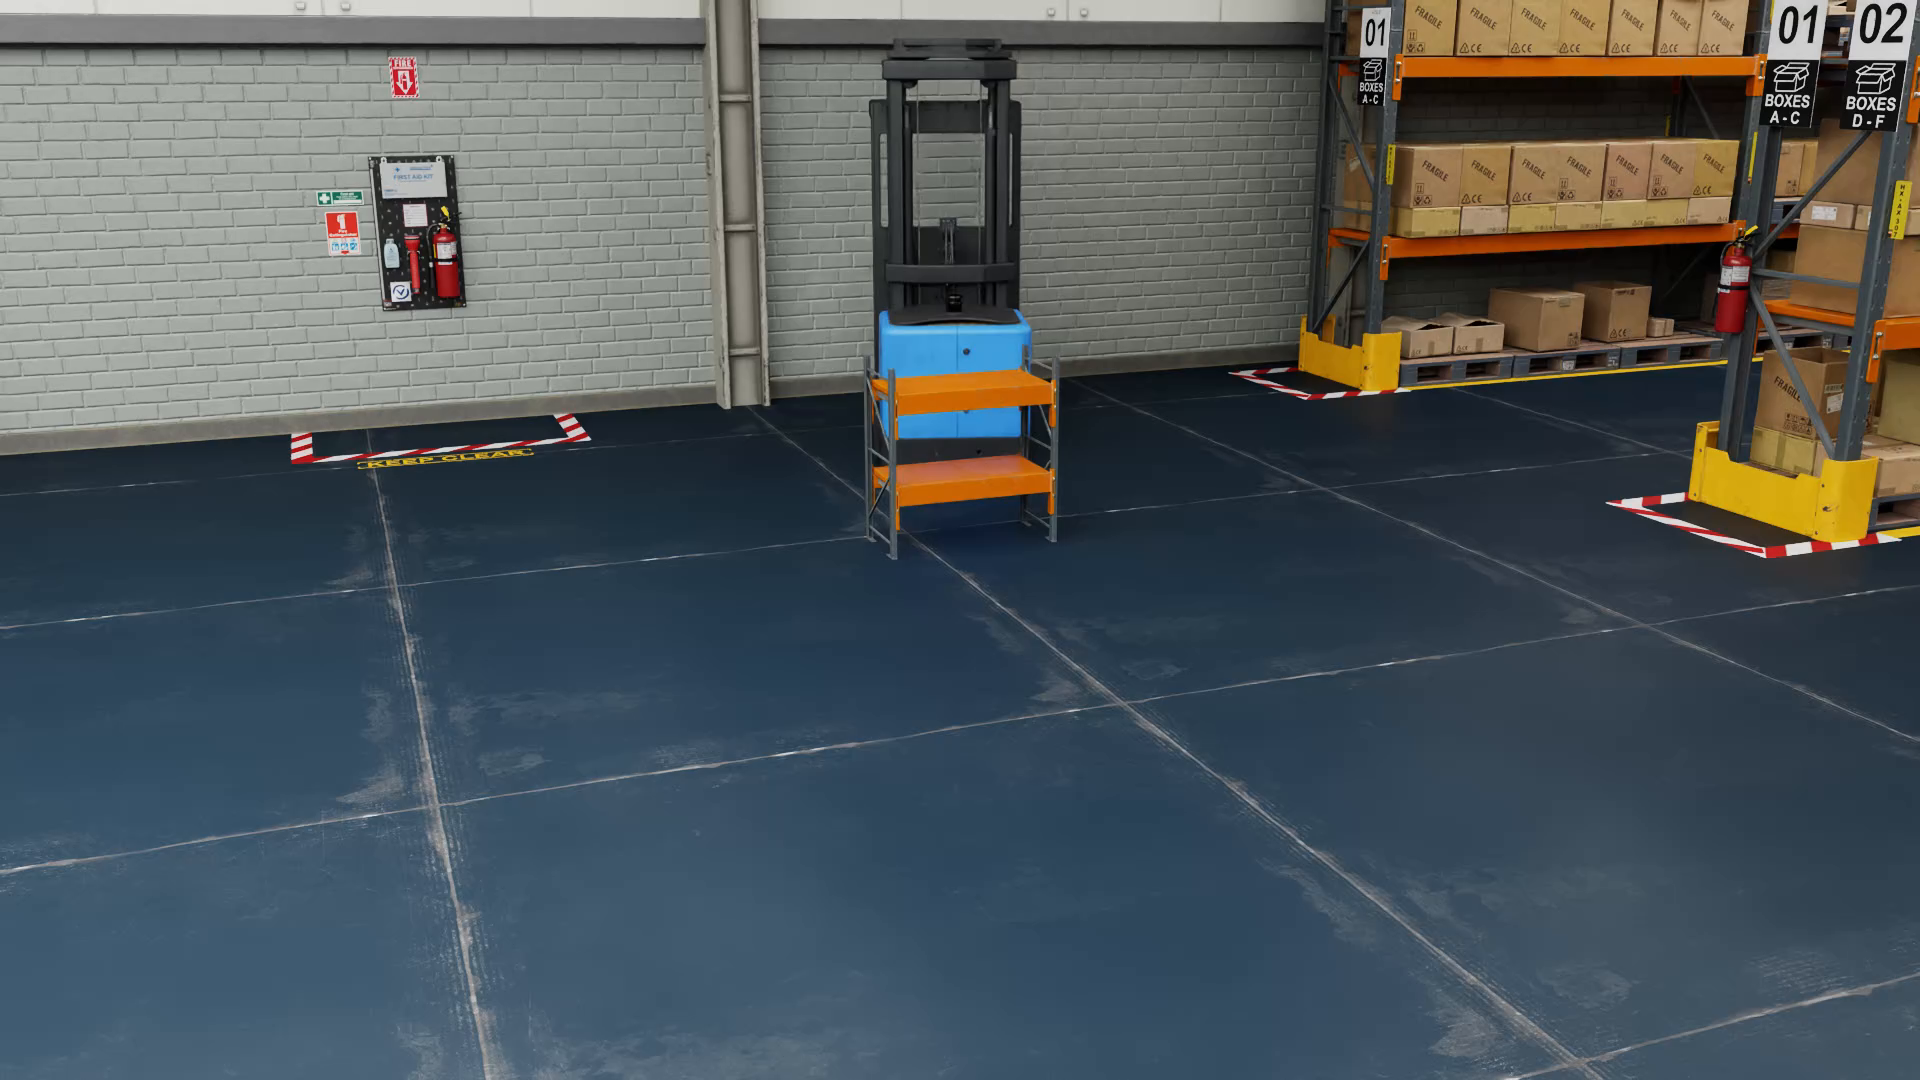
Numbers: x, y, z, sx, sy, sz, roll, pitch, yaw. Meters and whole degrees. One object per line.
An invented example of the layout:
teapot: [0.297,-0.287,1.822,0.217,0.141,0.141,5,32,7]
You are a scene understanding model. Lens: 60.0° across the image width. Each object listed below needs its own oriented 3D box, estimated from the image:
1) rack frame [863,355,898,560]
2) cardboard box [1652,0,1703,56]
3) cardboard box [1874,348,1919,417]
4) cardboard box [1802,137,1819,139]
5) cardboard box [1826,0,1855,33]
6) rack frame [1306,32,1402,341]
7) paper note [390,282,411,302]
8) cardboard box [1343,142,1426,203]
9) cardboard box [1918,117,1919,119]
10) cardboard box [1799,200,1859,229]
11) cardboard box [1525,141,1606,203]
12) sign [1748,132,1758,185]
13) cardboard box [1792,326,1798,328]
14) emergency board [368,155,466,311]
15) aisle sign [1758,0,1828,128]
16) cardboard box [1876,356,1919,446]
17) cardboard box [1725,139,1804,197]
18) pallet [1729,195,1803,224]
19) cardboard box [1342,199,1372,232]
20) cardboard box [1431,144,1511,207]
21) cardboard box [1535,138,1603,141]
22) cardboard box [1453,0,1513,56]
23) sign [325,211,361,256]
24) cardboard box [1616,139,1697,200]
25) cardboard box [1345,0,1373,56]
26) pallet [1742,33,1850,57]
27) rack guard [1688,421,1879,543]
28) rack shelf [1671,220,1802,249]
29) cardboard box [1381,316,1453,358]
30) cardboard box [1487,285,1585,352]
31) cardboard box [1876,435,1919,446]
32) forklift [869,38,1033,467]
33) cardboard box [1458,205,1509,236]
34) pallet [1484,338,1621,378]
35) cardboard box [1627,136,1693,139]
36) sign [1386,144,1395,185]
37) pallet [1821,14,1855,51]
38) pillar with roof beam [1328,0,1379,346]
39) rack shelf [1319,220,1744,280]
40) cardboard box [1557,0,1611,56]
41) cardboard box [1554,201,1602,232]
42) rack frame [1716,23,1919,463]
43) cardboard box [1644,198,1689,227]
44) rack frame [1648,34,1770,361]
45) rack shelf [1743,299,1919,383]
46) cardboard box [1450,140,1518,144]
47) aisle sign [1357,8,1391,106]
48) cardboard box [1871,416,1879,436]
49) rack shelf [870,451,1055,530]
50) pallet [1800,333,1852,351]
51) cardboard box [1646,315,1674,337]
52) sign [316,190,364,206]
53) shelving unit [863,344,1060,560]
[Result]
rack frame: [-0.468,-0.489,9.768,0.032,1.125,0.500,-6,17,-20]
cardboard box: [6.309,-4.630,15.005,0.500,0.500,0.500,-8,18,-25]
cardboard box: [6.532,-1.070,11.221,0.500,0.500,0.500,-6,17,-20]
cardboard box: [8.784,-3.727,16.510,0.500,0.500,0.700,-4,17,-12]
cardboard box: [8.283,-4.991,15.860,0.500,0.311,0.500,-6,17,-18]
rack frame: [3.434,-2.894,14.629,0.127,3.000,1.000,-6,17,-20]
paper note: [-4.336,-1.925,12.895,0.142,0.148,0.016,-6,17,-20]
cardboard box: [3.798,-3.295,14.894,0.500,0.500,0.500,-6,18,-21]
cardboard box: [6.189,-2.365,10.347,0.500,0.500,0.700,-7,18,-22]
cardboard box: [5.498,-2.039,10.388,0.250,0.149,0.380,-6,18,-21]
cardboard box: [5.414,-3.313,14.956,0.500,0.500,0.500,-6,17,-18]
sign: [5.028,-2.404,10.486,0.005,0.325,0.100,-6,17,-20]
cardboard box: [8.315,-2.453,16.782,0.500,0.500,0.700,-7,18,-21]
emergency board: [-4.146,-2.348,12.770,0.643,1.169,0.194,-6,17,-20]
aisle sign: [5.043,-2.909,10.066,0.004,0.787,0.394,-6,17,-20]
cardboard box: [6.256,-0.879,10.572,0.500,0.500,0.500,-6,17,-20]
cardboard box: [7.656,-3.598,16.070,0.500,0.500,0.700,-6,17,-20]
pallet: [7.934,-3.244,16.161,1.213,0.211,1.003,-6,17,-20]
cardboard box: [3.801,-2.929,14.981,0.500,0.250,0.500,-6,17,-19]
cardboard box: [4.452,-3.207,14.597,0.500,0.500,0.500,-6,17,-20]
cardboard box: [5.703,-3.502,15.600,0.500,0.500,0.500,-6,17,-19]
cardboard box: [4.350,-4.403,14.232,0.500,0.500,0.500,-5,17,-16]
sign: [-4.700,-2.336,12.667,0.234,0.329,0.001,-6,17,-20]
cardboard box: [6.374,-3.414,15.299,0.500,0.500,0.500,-6,17,-20]
cardboard box: [3.733,-4.499,14.559,0.500,0.500,0.500,-5,17,-16]
pallet: [7.783,-4.680,15.722,1.003,0.211,1.213,-6,17,-20]
rack guard: [5.187,-0.389,10.536,0.348,0.500,1.175,-6,17,-20]
rack shelf: [9.036,-3.153,16.790,4.000,0.370,1.077,-6,17,-20]
cardboard box: [4.112,-1.861,15.102,0.500,0.311,0.500,-8,18,-26]
cardboard box: [5.347,-2.070,15.479,0.500,0.500,0.700,-7,18,-24]
cardboard box: [6.256,-0.520,10.680,0.500,0.250,0.500,-6,17,-20]
forklift: [-0.118,-2.229,12.487,1.130,2.935,3.031,-1,16,-4]
cardboard box: [4.483,-2.853,14.721,0.500,0.250,0.500,-7,18,-22]
pallet: [5.413,-1.758,15.710,1.213,0.211,1.003,-6,17,-20]
cardboard box: [6.655,-3.602,15.940,0.500,0.500,0.500,-7,18,-21]
sign: [3.628,-3.166,14.021,0.005,0.325,0.100,-6,17,-20]
pallet: [5.879,-3.052,10.001,1.213,0.211,1.003,-6,17,-20]
pillar with roof beam: [5.318,-4.938,10.942,0.400,9.000,9.100,-6,17,-20]
rack shelf: [5.301,-2.750,15.417,4.000,0.370,1.077,-6,17,-20]
cardboard box: [5.326,-4.516,14.617,0.500,0.500,0.500,-5,17,-17]
cardboard box: [5.433,-2.953,15.062,0.500,0.250,0.500,-6,17,-20]
rack frame: [5.210,-1.591,10.192,0.127,3.000,1.000,-6,17,-20]
cardboard box: [6.367,-3.059,15.422,0.500,0.250,0.500,-6,17,-20]
rack frame: [7.169,-3.297,16.002,0.127,3.000,1.000,-6,17,-20]
rack shelf: [7.077,-1.447,10.980,4.000,0.370,1.077,-6,17,-20]
cardboard box: [4.752,-3.396,15.239,0.500,0.500,0.500,-7,18,-22]
aisle sign: [3.474,-4.055,13.969,0.004,0.787,0.394,-6,17,-20]
cardboard box: [6.067,-0.658,11.151,0.500,0.250,0.500,-6,17,-20]
rack shelf: [0.006,-0.306,10.011,1.000,0.278,0.538,-6,17,-20]
pallet: [9.036,-2.162,17.086,1.213,0.211,1.003,-6,17,-20]
cardboard box: [6.680,-2.087,16.129,0.250,0.166,0.380,-9,18,-27]
sign: [-4.692,-2.589,12.586,0.331,0.109,0.001,-6,17,-20]
shelving unit: [0.006,-0.540,9.942,1.048,1.125,0.538,-6,17,-20]
